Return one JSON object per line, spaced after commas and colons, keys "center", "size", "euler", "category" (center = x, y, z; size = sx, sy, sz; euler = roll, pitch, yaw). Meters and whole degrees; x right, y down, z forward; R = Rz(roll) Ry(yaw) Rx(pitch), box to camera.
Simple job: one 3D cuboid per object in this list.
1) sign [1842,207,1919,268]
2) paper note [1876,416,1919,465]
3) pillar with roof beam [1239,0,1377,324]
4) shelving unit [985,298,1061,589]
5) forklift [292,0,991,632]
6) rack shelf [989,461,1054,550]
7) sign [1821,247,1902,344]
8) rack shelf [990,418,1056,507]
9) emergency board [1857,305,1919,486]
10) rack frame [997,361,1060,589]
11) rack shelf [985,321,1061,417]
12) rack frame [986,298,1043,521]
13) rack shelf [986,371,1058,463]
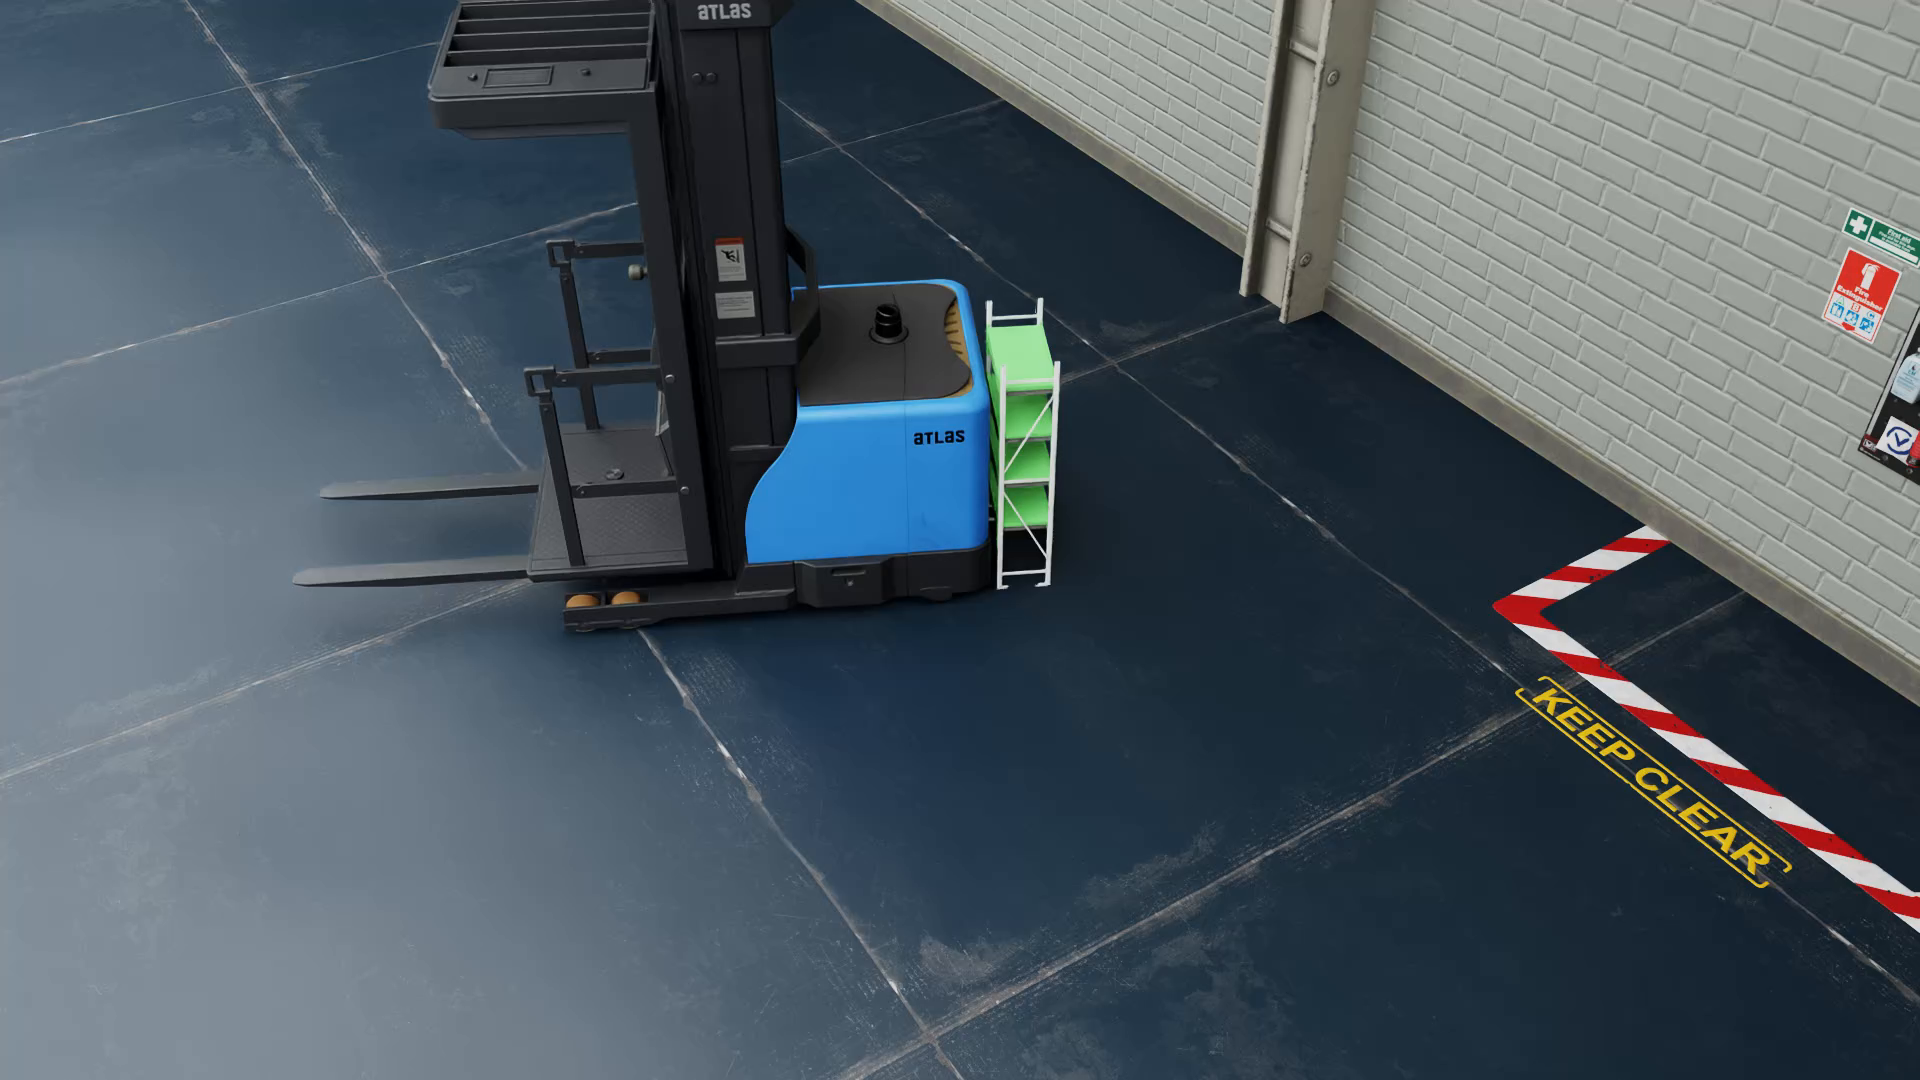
{"center": [3.531, -1.157, 6.353], "size": [0.001, 0.109, 0.331], "euler": [-22, 45, -24], "category": "sign"}
{"center": [3.710, -0.392, 6.566], "size": [0.016, 0.148, 0.142], "euler": [-22, 45, -24], "category": "paper note"}
{"center": [-1.813, -3.326, 4.712], "size": [9.100, 9.000, 0.400], "euler": [-22, 45, -24], "category": "pillar with roof beam"}
{"center": [0.260, -0.408, 7.302], "size": [0.258, 1.200, 0.503], "euler": [-4, 40, -5], "category": "shelving unit"}
{"center": [-1.413, -1.081, 6.758], "size": [3.031, 2.935, 1.130], "euler": [-4, 40, -5], "category": "forklift"}
{"center": [0.260, -0.174, 7.496], "size": [0.258, 0.148, 0.480], "euler": [-4, 40, -5], "category": "rack shelf"}
{"center": [3.536, -0.959, 6.530], "size": [0.001, 0.329, 0.234], "euler": [-22, 45, -24], "category": "sign"}
{"center": [0.260, -0.358, 7.343], "size": [0.258, 0.148, 0.480], "euler": [-4, 40, -5], "category": "rack shelf"}
{"center": [3.747, -0.611, 6.140], "size": [0.194, 1.169, 0.643], "euler": [-22, 45, -24], "category": "emergency board"}
{"center": [0.286, -0.252, 7.115], "size": [0.240, 1.200, 0.015], "euler": [-4, 40, -5], "category": "rack frame"}
{"center": [0.260, -0.727, 7.035], "size": [0.258, 0.148, 0.480], "euler": [-4, 40, -5], "category": "rack shelf"}
{"center": [0.235, -0.563, 7.488], "size": [0.240, 1.200, 0.015], "euler": [-4, 40, -5], "category": "rack frame"}
{"center": [0.260, -0.543, 7.189], "size": [0.258, 0.148, 0.480], "euler": [-4, 40, -5], "category": "rack shelf"}
